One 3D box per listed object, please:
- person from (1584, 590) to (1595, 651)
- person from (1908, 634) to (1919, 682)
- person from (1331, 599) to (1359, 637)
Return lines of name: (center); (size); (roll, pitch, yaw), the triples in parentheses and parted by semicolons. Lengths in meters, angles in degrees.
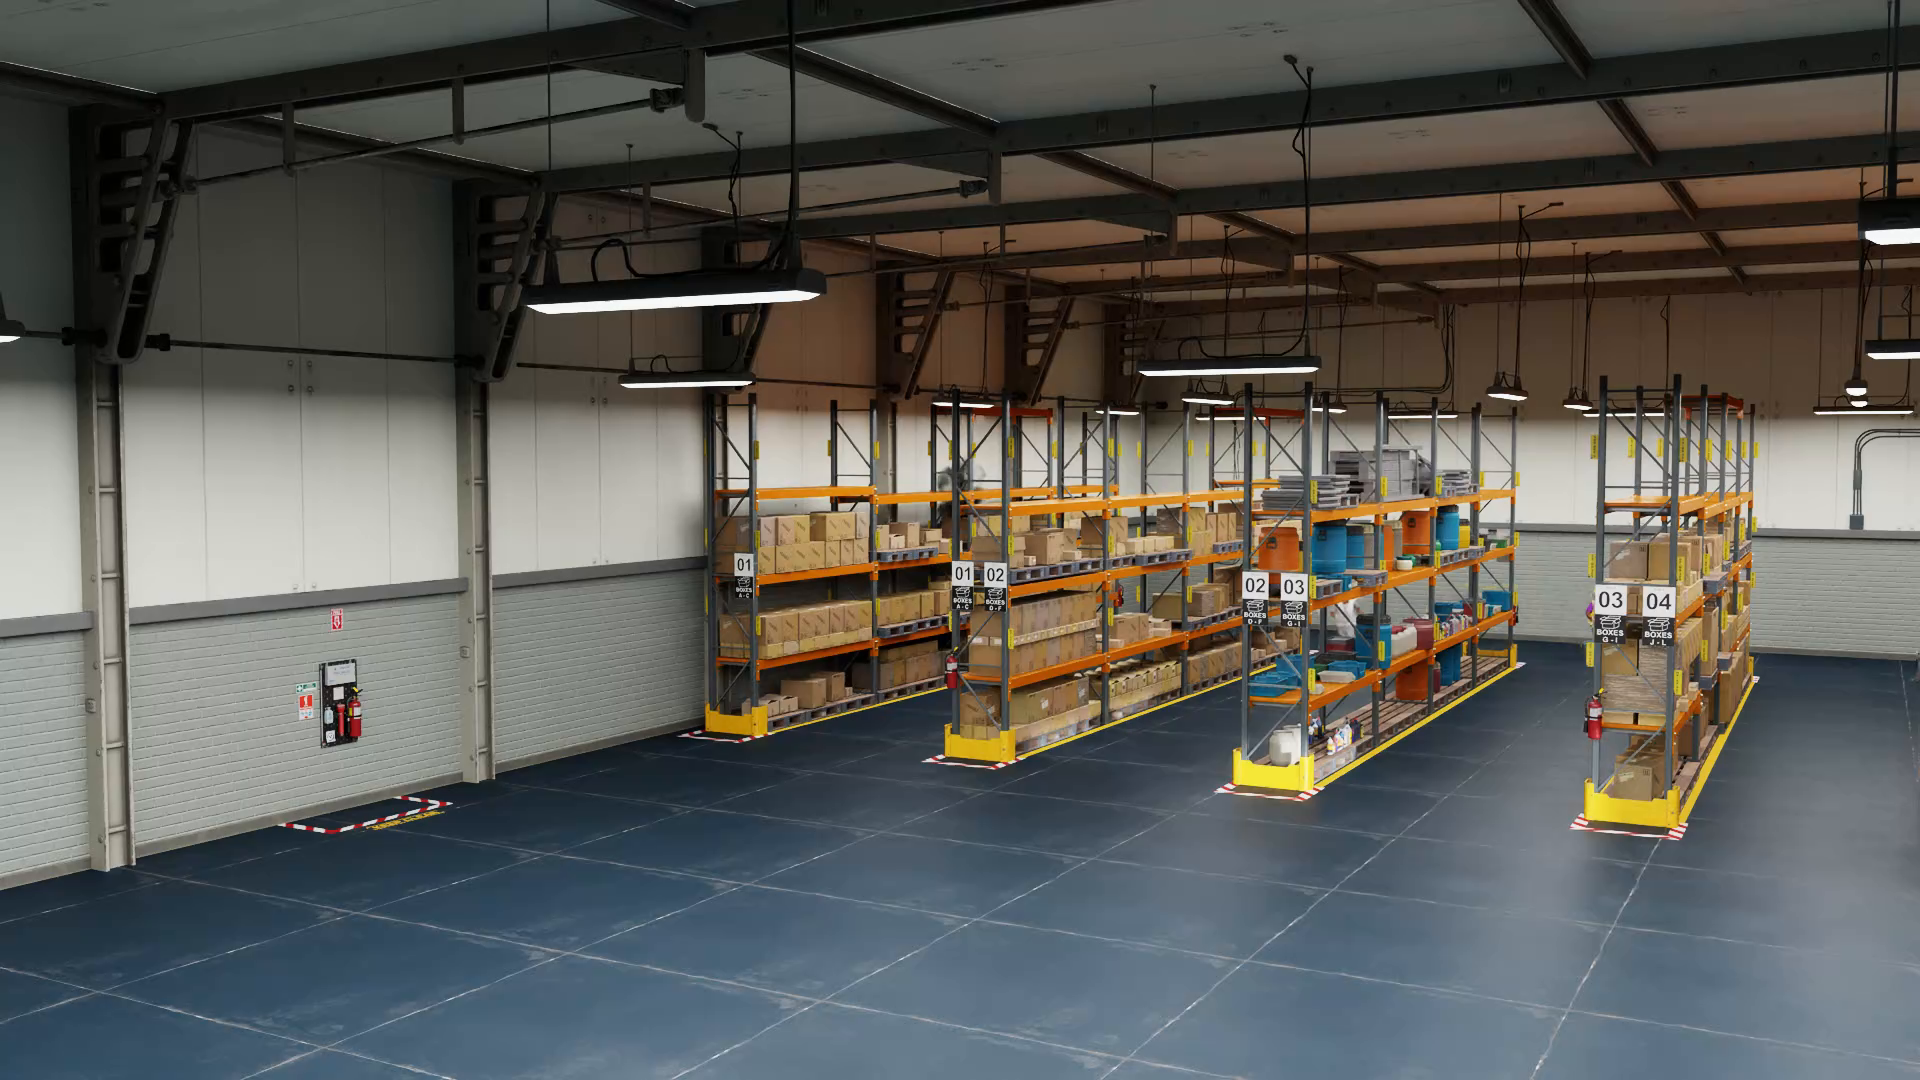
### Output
person: (15.120, 2.017, 39.398); (0.592, 1.721, 0.714); (2, 4, 34)
person: (20.631, 2.240, 35.439); (0.733, 1.728, 0.809); (2, 4, 33)
person: (8.971, 2.023, 38.770); (0.635, 1.825, 0.919); (1, 3, 19)
